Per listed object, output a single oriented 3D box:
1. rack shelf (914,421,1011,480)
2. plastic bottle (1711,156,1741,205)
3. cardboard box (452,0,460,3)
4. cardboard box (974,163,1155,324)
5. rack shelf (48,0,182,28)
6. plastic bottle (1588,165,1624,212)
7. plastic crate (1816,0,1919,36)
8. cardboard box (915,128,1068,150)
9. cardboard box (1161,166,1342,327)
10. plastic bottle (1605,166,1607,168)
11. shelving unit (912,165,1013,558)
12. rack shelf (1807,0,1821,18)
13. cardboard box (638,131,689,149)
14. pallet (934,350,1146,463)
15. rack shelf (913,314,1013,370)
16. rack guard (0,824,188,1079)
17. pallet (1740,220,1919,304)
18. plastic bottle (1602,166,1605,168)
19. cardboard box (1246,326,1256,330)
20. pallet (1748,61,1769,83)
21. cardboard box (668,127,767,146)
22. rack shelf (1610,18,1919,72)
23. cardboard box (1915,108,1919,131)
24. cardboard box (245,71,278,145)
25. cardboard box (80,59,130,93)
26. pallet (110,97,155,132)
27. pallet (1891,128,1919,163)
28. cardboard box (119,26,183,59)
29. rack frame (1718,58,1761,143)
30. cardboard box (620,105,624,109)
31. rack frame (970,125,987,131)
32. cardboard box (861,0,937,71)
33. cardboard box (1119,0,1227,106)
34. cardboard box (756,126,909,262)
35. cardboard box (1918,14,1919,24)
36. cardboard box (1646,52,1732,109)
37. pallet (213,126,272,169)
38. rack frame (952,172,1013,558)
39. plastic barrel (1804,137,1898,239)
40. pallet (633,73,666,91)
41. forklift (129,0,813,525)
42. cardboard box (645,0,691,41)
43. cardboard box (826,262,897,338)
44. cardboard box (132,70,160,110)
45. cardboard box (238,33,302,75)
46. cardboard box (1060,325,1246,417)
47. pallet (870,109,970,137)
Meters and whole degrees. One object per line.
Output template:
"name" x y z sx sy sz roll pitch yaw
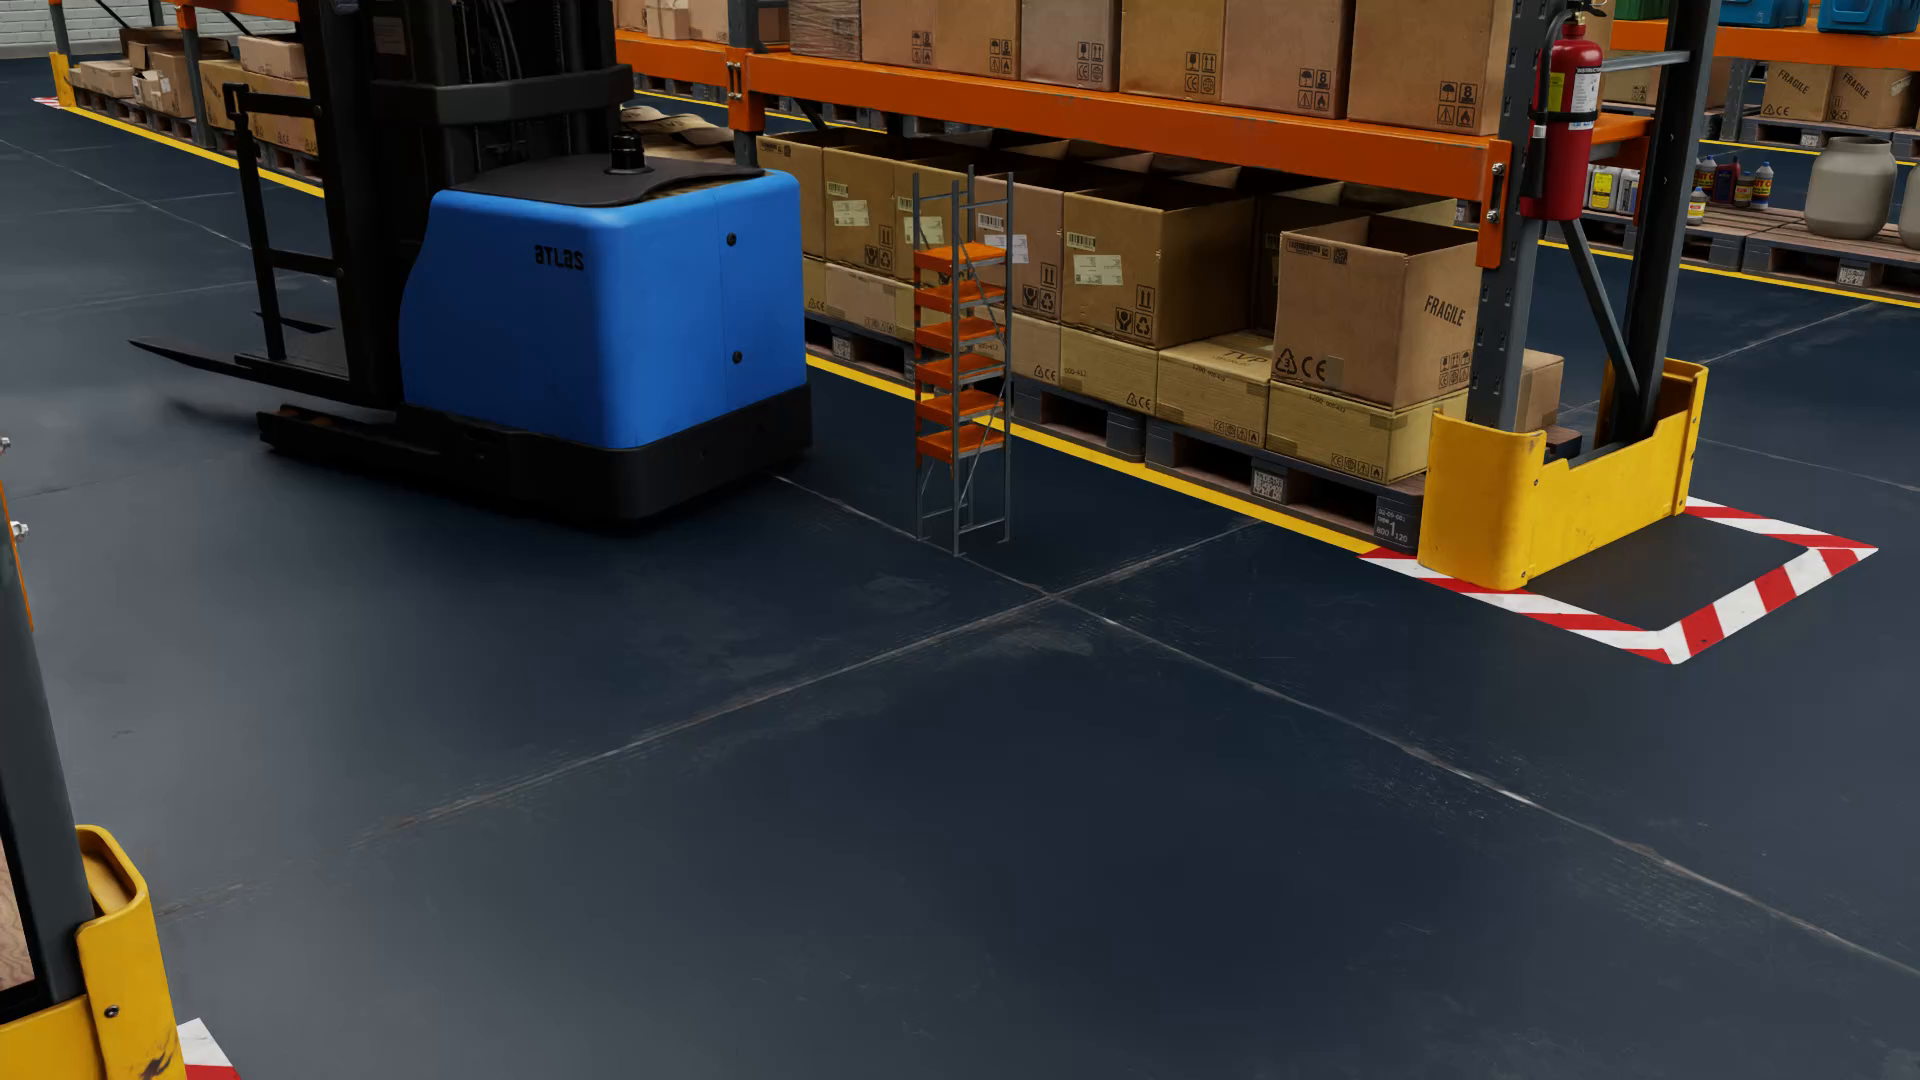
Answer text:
"rack shelf" 0.009 -0.290 5.359 0.258 0.103 0.180 -17 27 -37
"plastic bottle" 4.643 -2.184 10.069 0.061 0.283 0.133 -17 27 -37
"cardboard box" -2.816 -3.299 9.917 0.500 0.311 0.500 -18 28 -38
"cardboard box" 0.404 -1.177 6.542 0.500 0.500 0.500 -17 27 -37
"rack shelf" -7.169 -4.957 15.013 1.077 0.370 4.000 -17 27 -37
"plastic bottle" 3.848 -2.136 9.853 0.144 0.351 0.185 -16 27 -35
"plastic crate" 4.751 -2.781 8.674 0.499 0.251 0.408 -17 27 -37
"cardboard box" 0.144 -1.576 7.562 0.500 0.500 0.500 -17 27 -37
"cardboard box" 1.124 -1.162 6.504 0.500 0.500 0.500 -17 27 -37
"plastic bottle" 4.111 -2.324 10.427 0.061 0.283 0.133 -17 27 -37
"shelving unit" 0.009 -0.555 5.255 0.258 1.200 0.189 -17 27 -37
"rack shelf" 8.171 -3.999 12.567 1.077 0.370 4.000 -17 27 -37
"cardboard box" -1.792 -2.030 8.979 0.500 0.311 0.500 -18 27 -38
"pallet" 0.646 -0.664 6.889 1.003 0.211 1.213 -17 27 -37
"rack shelf" 0.009 -0.625 5.227 0.258 0.103 0.180 -17 27 -37
"rack guard" -1.831 0.899 2.502 1.175 0.500 0.348 -17 27 -37
"pallet" 5.113 -1.539 9.124 1.003 0.211 1.213 -17 27 -37
"plastic bottle" 3.822 -2.195 10.106 0.152 0.276 0.135 -17 27 -37
"cardboard box" 1.132 -0.816 6.648 0.500 0.250 0.500 -17 27 -37
"pallet" 9.328 -5.273 18.658 1.003 0.211 1.213 -17 27 -37
"cardboard box" -1.384 -2.161 9.314 0.500 0.311 0.500 -19 28 -39
"rack shelf" 4.419 -2.820 9.556 1.077 0.370 4.000 -17 27 -37
"cardboard box" 7.941 -3.489 13.129 0.500 0.500 0.500 19 29 40
"cardboard box" -5.056 -3.304 12.631 0.500 0.500 0.500 -17 27 -37
"cardboard box" -8.008 -4.413 15.805 0.500 0.250 0.500 -17 27 -37
"pallet" -7.112 -3.968 15.326 1.003 0.211 1.213 -17 27 -37
"pallet" 8.131 -3.073 13.042 1.003 0.211 1.213 -17 27 -37
"cardboard box" -7.933 -4.794 16.434 0.500 0.500 0.500 -17 27 -37
"rack frame" 6.865 -4.886 13.846 1.000 3.000 0.127 -17 27 -37
"cardboard box" -2.380 -2.582 10.390 0.500 0.311 0.500 -18 28 -38
"rack frame" 0.502 -4.812 13.657 1.000 3.000 0.127 -17 27 -37
"cardboard box" 0.002 -2.310 7.132 0.700 0.500 0.500 -18 28 -38
"cardboard box" 1.008 -1.885 6.046 0.700 0.500 0.500 -17 27 -37
"cardboard box" -0.576 -1.591 7.599 0.500 0.500 0.500 -17 27 -37
"cardboard box" 10.216 -5.337 17.507 1.050 0.750 0.750 -18 27 -38
"cardboard box" 6.481 -4.102 14.668 0.500 0.500 0.700 20 29 41
"pallet" -5.304 -3.225 13.429 1.003 0.211 1.213 -17 27 -37
"rack frame" 0.069 -0.529 5.190 0.240 1.200 0.006 -17 27 -37
"plastic barrel" 4.909 -1.941 9.163 0.421 0.512 0.421 0 21 0
"pallet" -3.419 -5.150 18.344 1.003 0.211 1.213 -17 27 -37
"forklift" -2.065 -1.807 6.079 3.031 2.935 1.130 13 25 30
"cardboard box" -1.355 -2.666 8.361 0.396 0.266 0.258 -18 28 -39
"cardboard box" -0.246 -1.105 7.386 0.500 0.250 0.500 -17 27 -37
"cardboard box" -6.940 -3.989 14.640 0.500 0.311 0.500 -17 27 -37
"cardboard box" -5.080 -3.661 12.515 0.500 0.250 0.500 -17 27 -37
"cardboard box" 0.732 -0.690 6.327 0.500 0.250 0.500 -17 27 -37
"pallet" -0.044 -3.722 14.697 1.003 0.211 1.213 -17 27 -37
